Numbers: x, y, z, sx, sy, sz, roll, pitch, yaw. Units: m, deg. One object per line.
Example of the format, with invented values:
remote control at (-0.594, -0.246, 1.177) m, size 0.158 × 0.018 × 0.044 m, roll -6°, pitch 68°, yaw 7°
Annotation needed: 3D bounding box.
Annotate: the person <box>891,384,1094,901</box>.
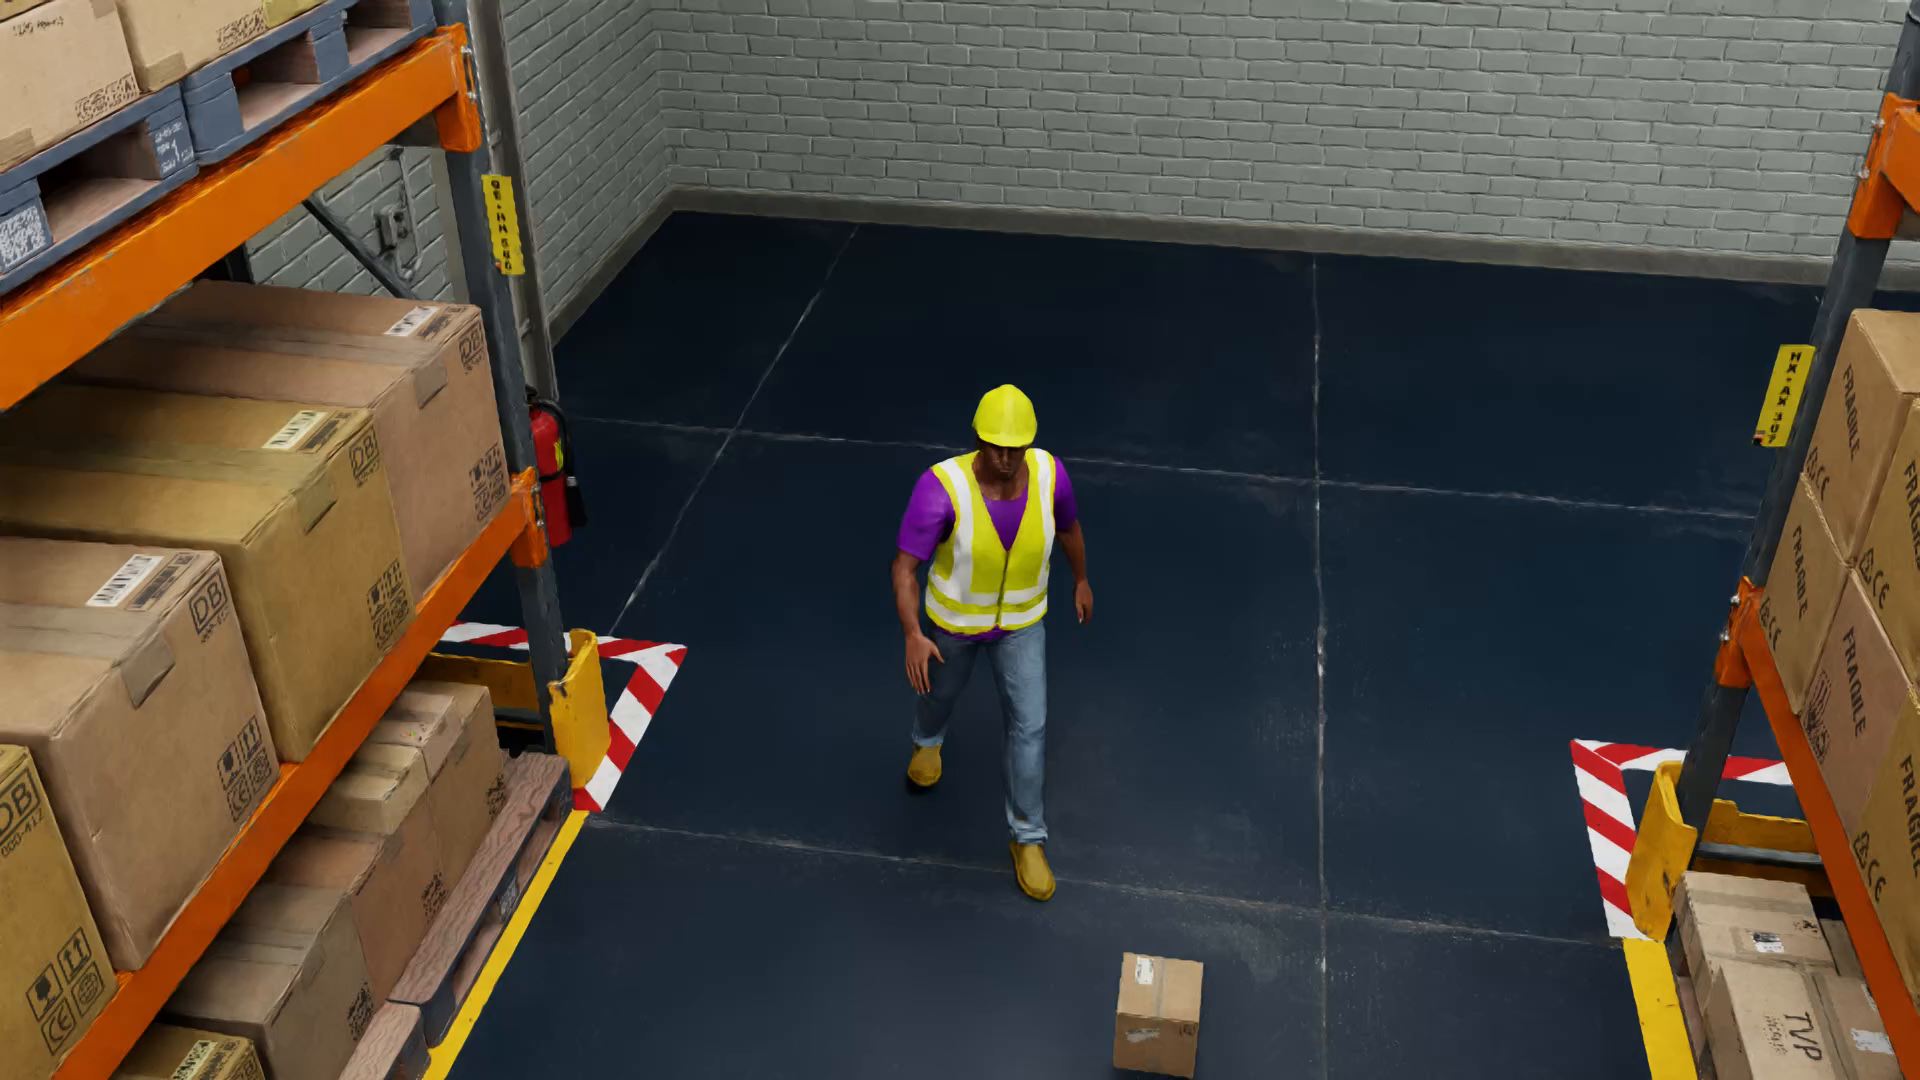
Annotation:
person at (0.146, 0.283, 5.671) m, size 0.774 × 1.725 × 0.965 m, roll -8°, pitch 33°, yaw -12°
